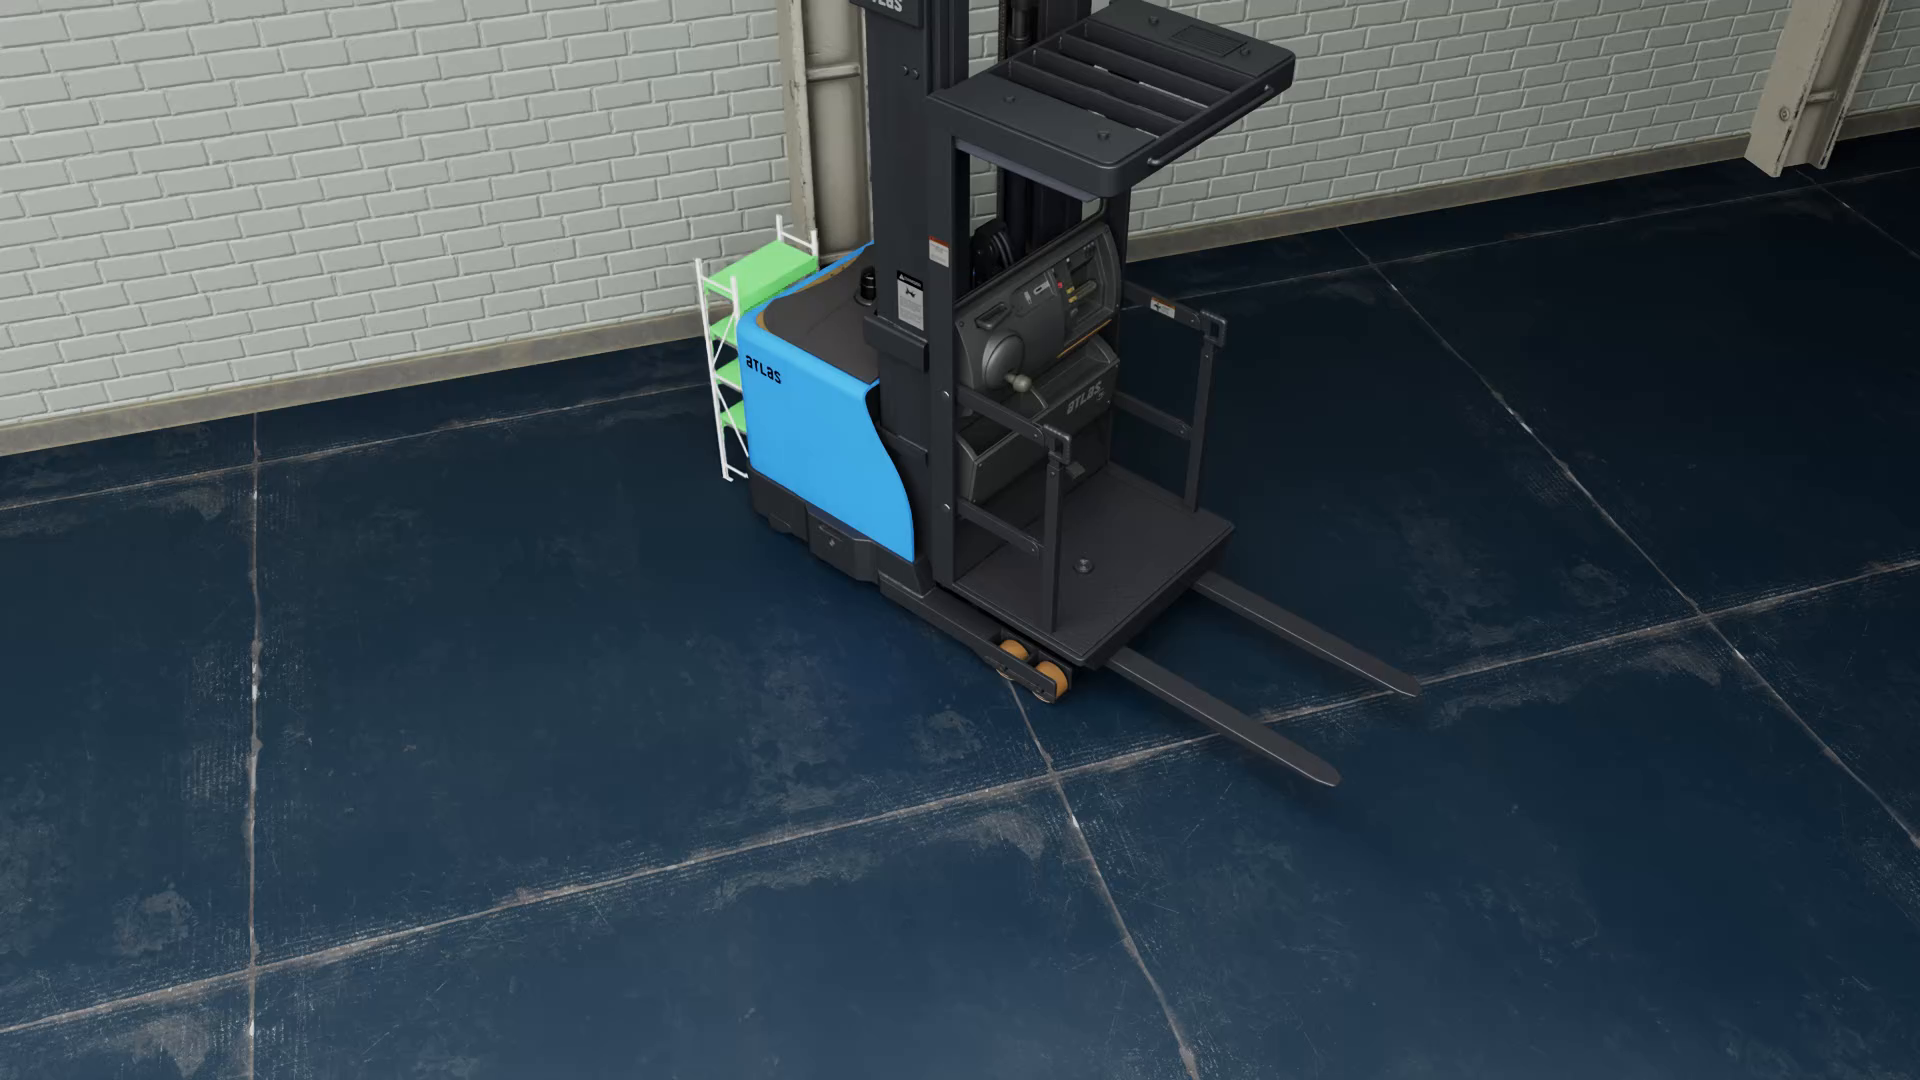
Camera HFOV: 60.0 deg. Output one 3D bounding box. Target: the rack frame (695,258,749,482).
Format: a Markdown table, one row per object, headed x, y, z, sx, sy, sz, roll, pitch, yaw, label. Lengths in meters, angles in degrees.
| x | y | z | sx | sy | sz | roll | pitch | yaw | label |
| --- | --- | --- | --- | --- | --- | --- | --- | --- | --- |
| -1.039 | -0.707 | 7.494 | 0.240 | 1.200 | 0.015 | 29 | 49 | 30 | rack frame |

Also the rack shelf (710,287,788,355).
| x | y | z | sx | sy | sz | roll | pitch | yaw | label |
| --- | --- | --- | --- | --- | --- | --- | --- | --- | --- |
| -0.882 | -0.962 | 7.519 | 0.258 | 0.148 | 0.480 | 29 | 49 | 30 | rack shelf |

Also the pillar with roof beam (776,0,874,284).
| x | y | z | sx | sy | sz | roll | pitch | yaw | label |
| --- | --- | --- | --- | --- | --- | --- | --- | --- | --- |
| 0.662 | -1.845 | 2.872 | 0.400 | 9.000 | 9.100 | -12 | 42 | -13 | pillar with roof beam |

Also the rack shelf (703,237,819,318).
| x | y | z | sx | sy | sz | roll | pitch | yaw | label |
| --- | --- | --- | --- | --- | --- | --- | --- | --- | --- |
| -0.884 | -1.144 | 7.362 | 0.258 | 0.148 | 0.480 | 29 | 49 | 30 | rack shelf |

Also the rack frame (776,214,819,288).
| x | y | z | sx | sy | sz | roll | pitch | yaw | label |
| --- | --- | --- | --- | --- | --- | --- | --- | --- | --- |
| -0.722 | -0.951 | 7.773 | 0.240 | 1.200 | 0.015 | 29 | 49 | 30 | rack frame |

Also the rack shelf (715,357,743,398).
| x | y | z | sx | sy | sz | roll | pitch | yaw | label |
| --- | --- | --- | --- | --- | --- | --- | --- | --- | --- |
| -0.880 | -0.780 | 7.675 | 0.258 | 0.148 | 0.480 | 29 | 49 | 30 | rack shelf |

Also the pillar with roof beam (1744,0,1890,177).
| x | y | z | sx | sy | sz | roll | pitch | yaw | label |
| --- | --- | --- | --- | --- | --- | --- | --- | --- | --- |
| 6.385 | -3.031 | 4.229 | 0.400 | 9.000 | 9.100 | -12 | 42 | -13 | pillar with roof beam |

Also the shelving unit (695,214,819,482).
| x | y | z | sx | sy | sz | roll | pitch | yaw | label |
| --- | --- | --- | --- | --- | --- | --- | --- | --- | --- |
| -0.881 | -0.829 | 7.634 | 0.258 | 1.200 | 0.503 | 29 | 49 | 30 | shelving unit |

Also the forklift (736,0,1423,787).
| x | y | z | sx | sy | sz | roll | pitch | yaw | label |
| --- | --- | --- | --- | --- | --- | --- | --- | --- | --- |
| 0.475 | -0.833 | 6.325 | 3.031 | 2.935 | 1.130 | 30 | 49 | 30 | forklift |

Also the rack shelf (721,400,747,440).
| x | y | z | sx | sy | sz | roll | pitch | yaw | label |
| --- | --- | --- | --- | --- | --- | --- | --- | --- | --- |
| -0.878 | -0.598 | 7.832 | 0.258 | 0.148 | 0.480 | 29 | 49 | 30 | rack shelf |
